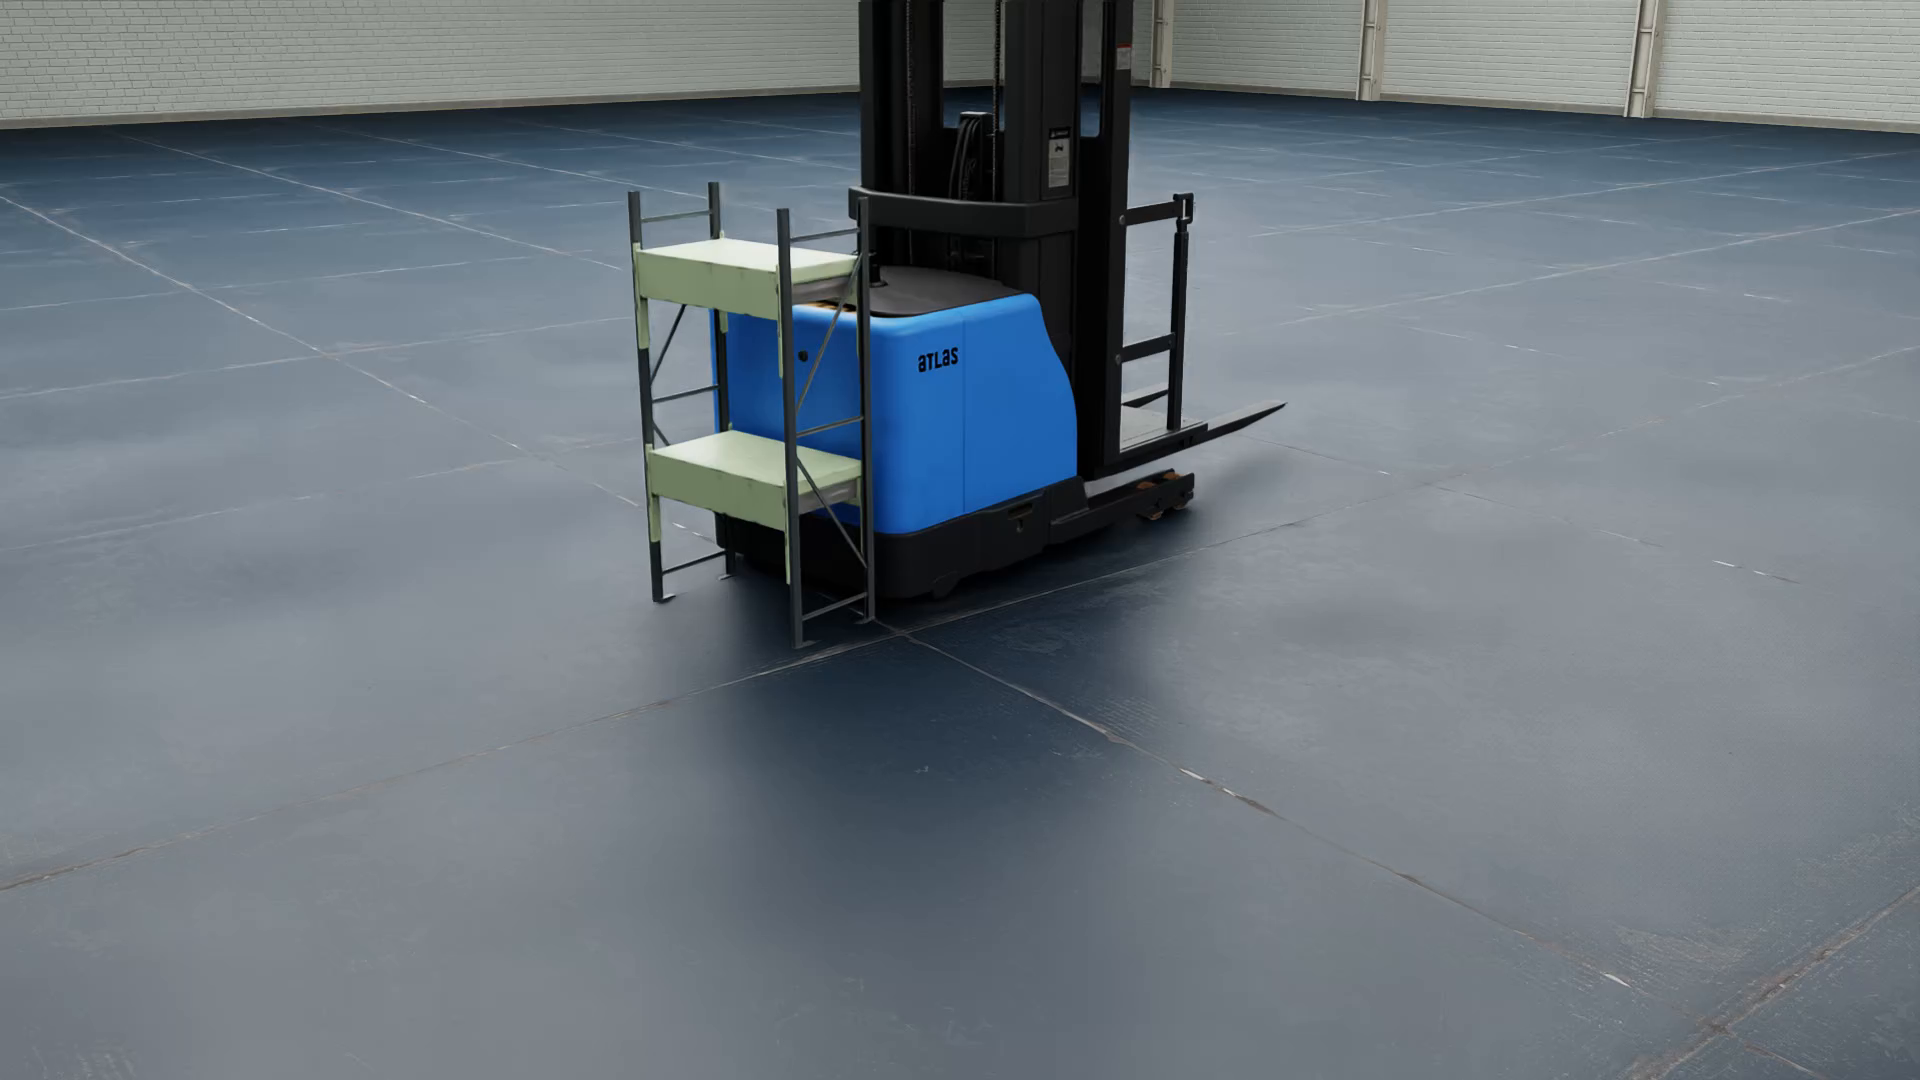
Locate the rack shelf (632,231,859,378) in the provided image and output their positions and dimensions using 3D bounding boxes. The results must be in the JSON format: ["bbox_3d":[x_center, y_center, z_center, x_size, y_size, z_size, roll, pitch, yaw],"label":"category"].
[{"bbox_3d":[-0.723,-0.825,5.727,0.720,0.370,0.431,15,23,38],"label":"rack shelf"}]

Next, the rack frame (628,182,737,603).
[{"bbox_3d":[-1.003,-0.529,6.074,0.023,1.500,0.400,15,23,38],"label":"rack frame"}]

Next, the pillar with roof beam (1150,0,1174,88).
[{"bbox_3d":[1.266,-13.930,34.616,9.100,9.000,0.400,-14,23,-36],"label":"pillar with roof beam"}]

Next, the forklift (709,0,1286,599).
[{"bbox_3d":[0.373,-1.565,6.927,1.130,2.935,3.031,15,24,38],"label":"forklift"}]

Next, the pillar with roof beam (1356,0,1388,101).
[{"bbox_3d":[4.991,-12.452,30.151,9.100,9.000,0.400,-14,23,-36],"label":"pillar with roof beam"}]

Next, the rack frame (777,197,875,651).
[{"bbox_3d":[-0.442,-0.381,5.626,0.023,1.500,0.400,15,23,38],"label":"rack frame"}]

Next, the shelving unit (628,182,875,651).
[{"bbox_3d":[-0.723,-0.455,5.850,0.755,1.500,0.431,15,23,38],"label":"shelving unit"}]

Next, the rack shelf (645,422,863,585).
[{"bbox_3d":[-0.723,-0.145,5.952,0.720,0.370,0.431,15,23,38],"label":"rack shelf"}]

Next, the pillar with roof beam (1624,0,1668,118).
[{"bbox_3d":[8.716,-10.973,25.686,9.100,9.000,0.400,-14,23,-36],"label":"pillar with roof beam"}]
